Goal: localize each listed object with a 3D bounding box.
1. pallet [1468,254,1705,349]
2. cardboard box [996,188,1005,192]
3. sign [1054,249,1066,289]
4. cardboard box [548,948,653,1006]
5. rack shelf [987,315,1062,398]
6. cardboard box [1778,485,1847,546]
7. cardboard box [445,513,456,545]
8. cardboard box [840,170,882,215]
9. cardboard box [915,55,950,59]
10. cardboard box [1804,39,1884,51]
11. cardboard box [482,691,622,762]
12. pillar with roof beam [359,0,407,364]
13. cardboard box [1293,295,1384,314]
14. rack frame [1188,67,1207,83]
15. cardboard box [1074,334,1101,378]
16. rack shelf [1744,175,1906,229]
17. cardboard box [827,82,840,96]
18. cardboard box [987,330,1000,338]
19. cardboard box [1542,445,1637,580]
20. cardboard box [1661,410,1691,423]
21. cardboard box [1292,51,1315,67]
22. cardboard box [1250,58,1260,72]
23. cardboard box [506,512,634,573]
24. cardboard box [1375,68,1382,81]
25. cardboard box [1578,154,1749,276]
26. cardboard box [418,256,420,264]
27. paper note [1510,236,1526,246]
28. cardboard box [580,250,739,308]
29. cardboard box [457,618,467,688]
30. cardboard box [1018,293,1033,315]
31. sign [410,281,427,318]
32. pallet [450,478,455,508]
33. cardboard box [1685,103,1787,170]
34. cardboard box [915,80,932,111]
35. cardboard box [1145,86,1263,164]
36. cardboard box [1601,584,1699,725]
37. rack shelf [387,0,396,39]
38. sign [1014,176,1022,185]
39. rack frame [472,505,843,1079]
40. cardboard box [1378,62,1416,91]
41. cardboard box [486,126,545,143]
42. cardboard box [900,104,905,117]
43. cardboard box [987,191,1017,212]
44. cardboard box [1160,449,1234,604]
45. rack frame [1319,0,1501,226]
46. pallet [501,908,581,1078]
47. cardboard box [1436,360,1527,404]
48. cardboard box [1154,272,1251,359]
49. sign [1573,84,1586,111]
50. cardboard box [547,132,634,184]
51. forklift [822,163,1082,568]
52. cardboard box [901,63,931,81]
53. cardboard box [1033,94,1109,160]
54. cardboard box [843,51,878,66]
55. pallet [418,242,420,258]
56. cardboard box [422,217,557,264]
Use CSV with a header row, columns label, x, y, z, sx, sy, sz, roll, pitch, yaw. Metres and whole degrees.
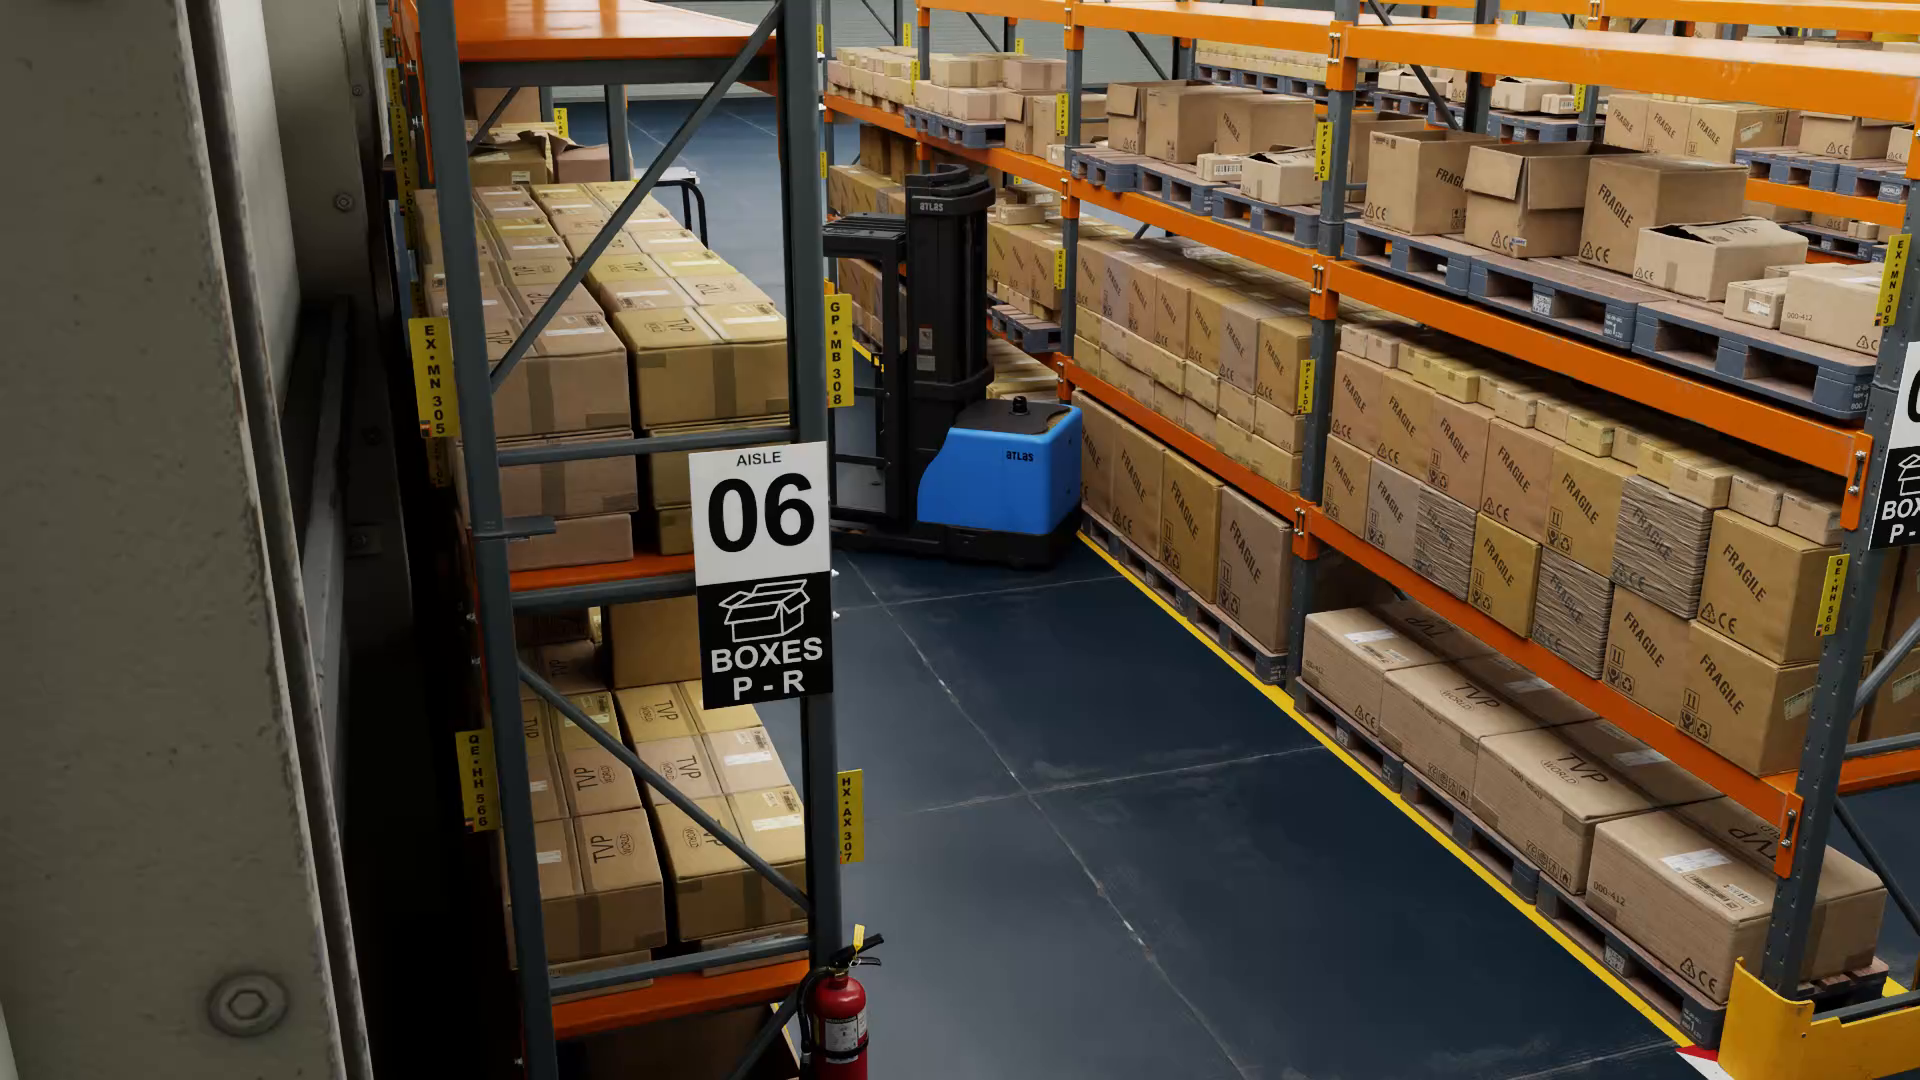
label,x,y,z,sx,sy,sz,roll,pitch,yaw
pallet,3.211,-1.185,7.971,1.003,0.211,1.213,-6,21,-17
cardboard box,0.433,-3.297,16.950,0.500,0.500,0.500,-7,21,-18
sign,0.815,-2.200,13.508,0.100,0.325,0.005,-6,21,-17
cardboard box,-1.229,1.383,5.499,0.380,0.149,0.250,-7,21,-18
rack shelf,0.698,-2.056,15.768,1.077,0.370,4.000,-6,21,-17
cardboard box,3.538,-0.102,6.678,0.380,0.149,0.250,-6,21,-16
cardboard box,-3.307,-0.094,11.358,0.380,0.149,0.250,-7,21,-20
cardboard box,-1.136,-4.160,19.973,0.500,0.500,0.500,-6,21,-16
cardboard box,-0.287,-5.331,18.576,0.380,0.149,0.250,-6,21,-16
cardboard box,9.828,-5.284,18.478,0.797,0.503,0.637,-6,20,-15
cardboard box,-1.578,0.829,6.453,0.500,0.250,0.500,-6,21,-15
pillar with roof beam,-2.449,-6.753,18.906,9.100,9.000,0.400,-6,21,-17
cardboard box,2.532,-1.319,11.024,0.500,0.500,0.500,-7,21,-18
rack frame,3.480,-4.879,22.561,1.000,3.000,0.127,-6,21,-17
cardboard box,1.242,-1.499,13.373,0.500,0.250,0.500,-7,21,-18
rack shelf,6.623,-2.743,13.242,1.077,0.370,4.000,-6,21,-17
cardboard box,-1.392,-5.473,20.150,0.380,0.149,0.250,-6,21,-17
cardboard box,0.140,-2.511,18.307,0.500,0.500,0.500,-5,20,-15
cardboard box,3.119,-0.156,7.787,0.500,0.500,0.500,-6,21,-17
cardboard box,3.599,-0.570,7.979,0.380,0.149,0.250,-6,21,-17
cardboard box,4.180,-5.614,19.184,0.500,0.250,0.500,-6,21,-17
cardboard box,3.760,-5.786,20.253,0.380,0.149,0.250,-6,21,-17
cardboard box,-1.190,-0.029,4.993,0.380,0.149,0.250,-6,21,-16
cardboard box,4.945,-5.286,18.861,0.380,0.149,0.250,-7,21,-18
cardboard box,3.350,-1.552,7.946,0.500,0.500,0.500,-6,21,-16
cardboard box,-4.725,-2.483,15.373,0.500,0.250,0.500,-7,21,-18
paper note,2.628,-1.409,7.838,0.006,0.032,0.123,-6,21,-17
cardboard box,-1.084,-0.868,5.999,0.500,0.250,0.500,-7,21,-18
cardboard box,-2.710,0.752,9.963,0.500,0.500,0.500,-7,21,-19
cardboard box,0.726,-2.067,14.484,0.380,0.149,0.250,-7,21,-18
sign,-3.910,-1.709,12.025,0.100,0.325,0.005,-6,21,-17
pallet,-2.769,-0.510,10.684,1.003,0.211,1.213,-6,21,-17
cardboard box,6.247,-3.239,13.411,0.500,0.500,0.500,-6,21,-17
cardboard box,-0.127,-4.345,16.240,0.500,0.250,0.500,-7,21,-19
cardboard box,1.818,-3.112,12.436,0.700,0.500,0.500,-7,21,-20
cardboard box,3.295,0.478,7.501,0.500,0.500,0.500,-7,21,-18
rack shelf,-4.013,-4.163,13.350,1.077,0.370,4.000,-6,21,-17
sign,0.595,-3.642,17.405,0.100,0.325,0.005,-6,21,-17
rack frame,-0.870,1.343,5.240,1.000,3.000,0.127,-6,21,-17
cardboard box,4.690,-4.968,17.802,0.258,0.266,0.396,-7,21,-18
cardboard box,-3.013,-2.719,11.303,0.380,0.149,0.250,-7,21,-19
cardboard box,-0.418,-4.569,17.633,0.380,0.149,0.250,-6,21,-17
cardboard box,0.321,-3.200,15.720,0.380,0.149,0.250,-5,20,-14
cardboard box,2.022,-0.146,11.909,0.875,0.875,0.875,-6,21,-16
rack frame,2.584,-3.293,9.272,1.000,3.000,0.127,-6,21,-17
pallet,-1.525,1.984,7.580,1.003,0.211,1.213,-6,21,-17
cardboard box,2.729,-0.831,8.705,0.380,0.149,0.250,-7,21,-19
cardboard box,1.718,-1.598,11.802,0.500,0.500,0.500,-6,21,-16
sign,5.465,-3.947,14.649,0.100,0.325,0.005,-6,21,-17
cardboard box,-1.890,-1.948,8.514,0.396,0.266,0.258,-7,21,-18
forklift,-0.588,-1.450,13.118,3.031,2.935,1.130,7,21,18
cardboard box,-0.392,-4.859,17.262,0.380,0.149,0.250,-7,21,-19
cardboard box,1.038,-3.517,14.185,0.700,0.500,0.500,-6,21,-17
cardboard box,-1.147,-5.599,19.321,0.380,0.149,0.250,-6,21,-17
pallet,-2.265,-1.481,8.942,1.213,0.211,1.003,-6,21,-17
cardboard box,-1.904,-1.140,6.759,0.500,0.250,0.500,-7,21,-18
